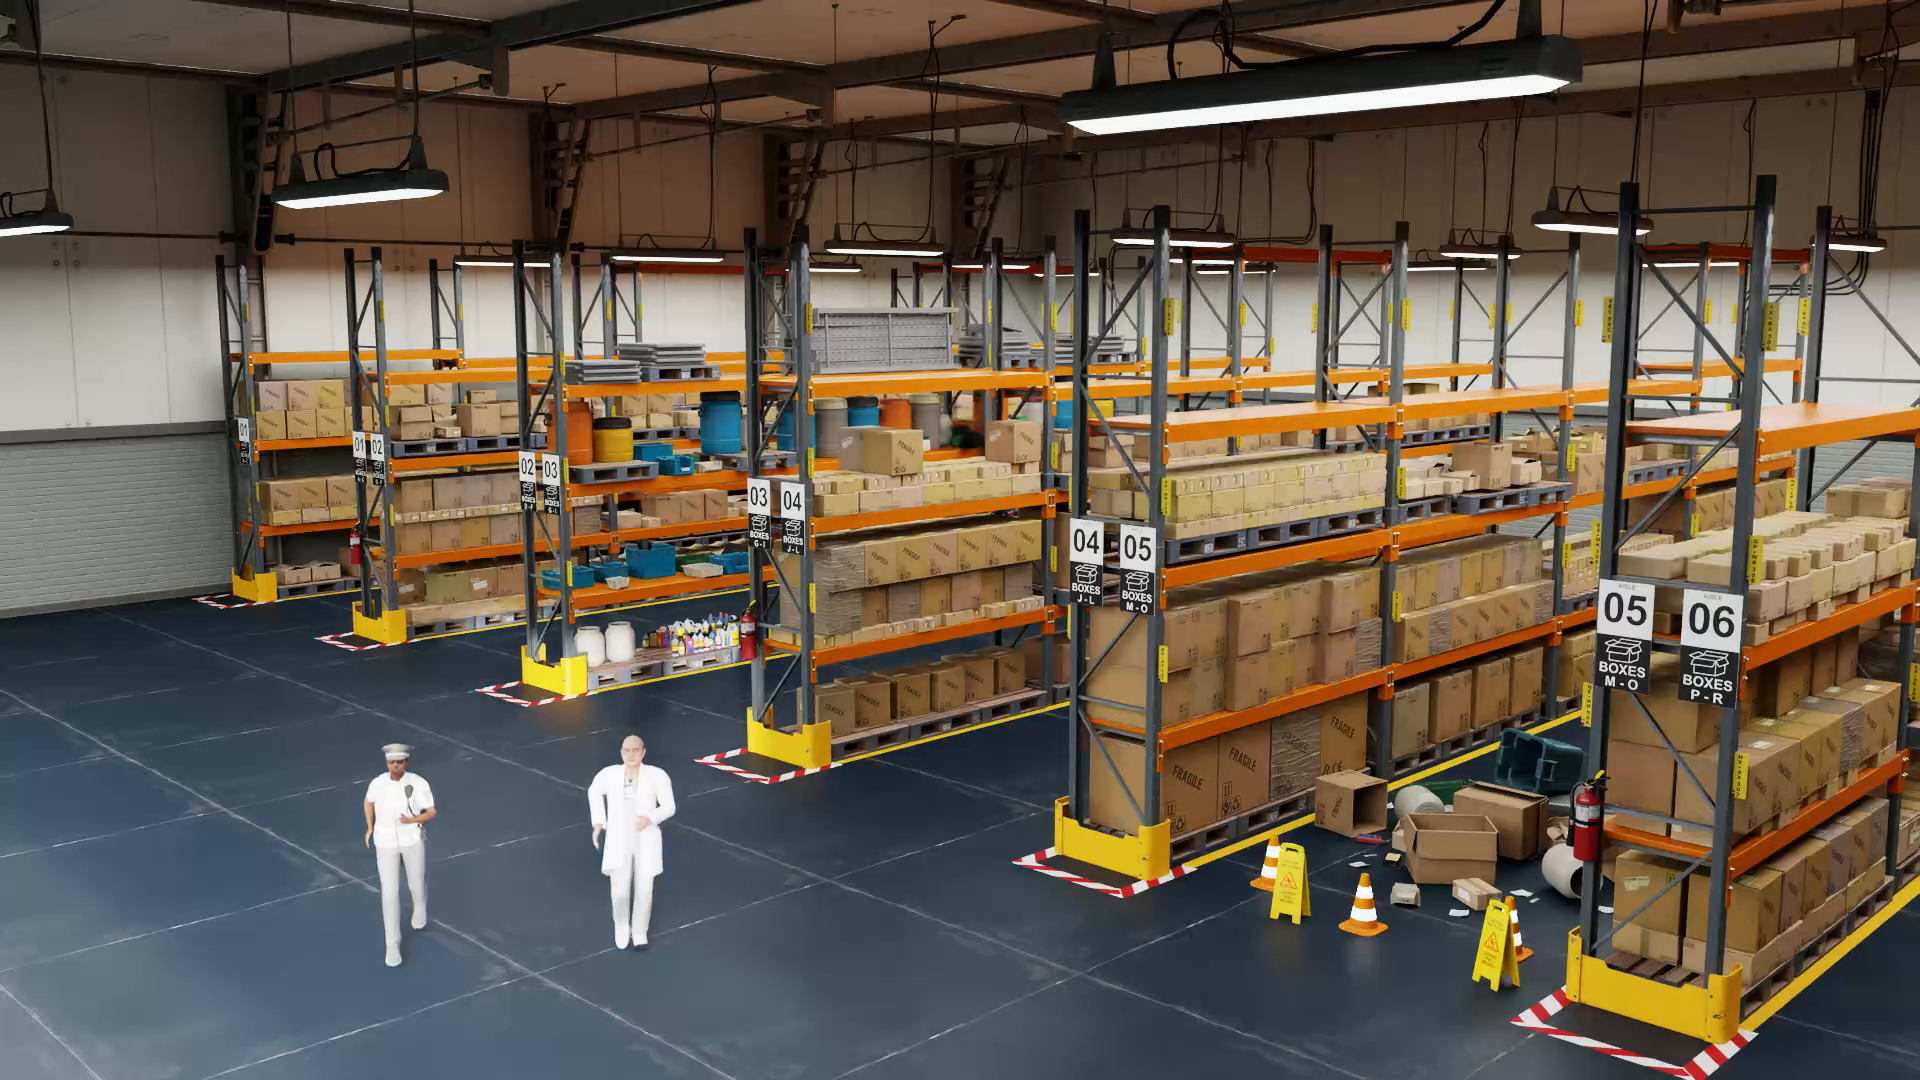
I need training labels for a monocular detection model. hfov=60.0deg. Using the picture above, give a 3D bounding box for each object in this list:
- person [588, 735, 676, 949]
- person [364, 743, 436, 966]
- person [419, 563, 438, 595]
[{"bbox_3d":[-2.608,2.427,13.235,0.693,1.741,0.695,-1,8,-10],"label":"person"},{"bbox_3d":[-4.480,2.434,13.319,0.576,1.686,0.939,-2,8,-13],"label":"person"},{"bbox_3d":[-9.021,0.308,28.179,0.711,1.814,0.637,-8,11,-44],"label":"person"}]
